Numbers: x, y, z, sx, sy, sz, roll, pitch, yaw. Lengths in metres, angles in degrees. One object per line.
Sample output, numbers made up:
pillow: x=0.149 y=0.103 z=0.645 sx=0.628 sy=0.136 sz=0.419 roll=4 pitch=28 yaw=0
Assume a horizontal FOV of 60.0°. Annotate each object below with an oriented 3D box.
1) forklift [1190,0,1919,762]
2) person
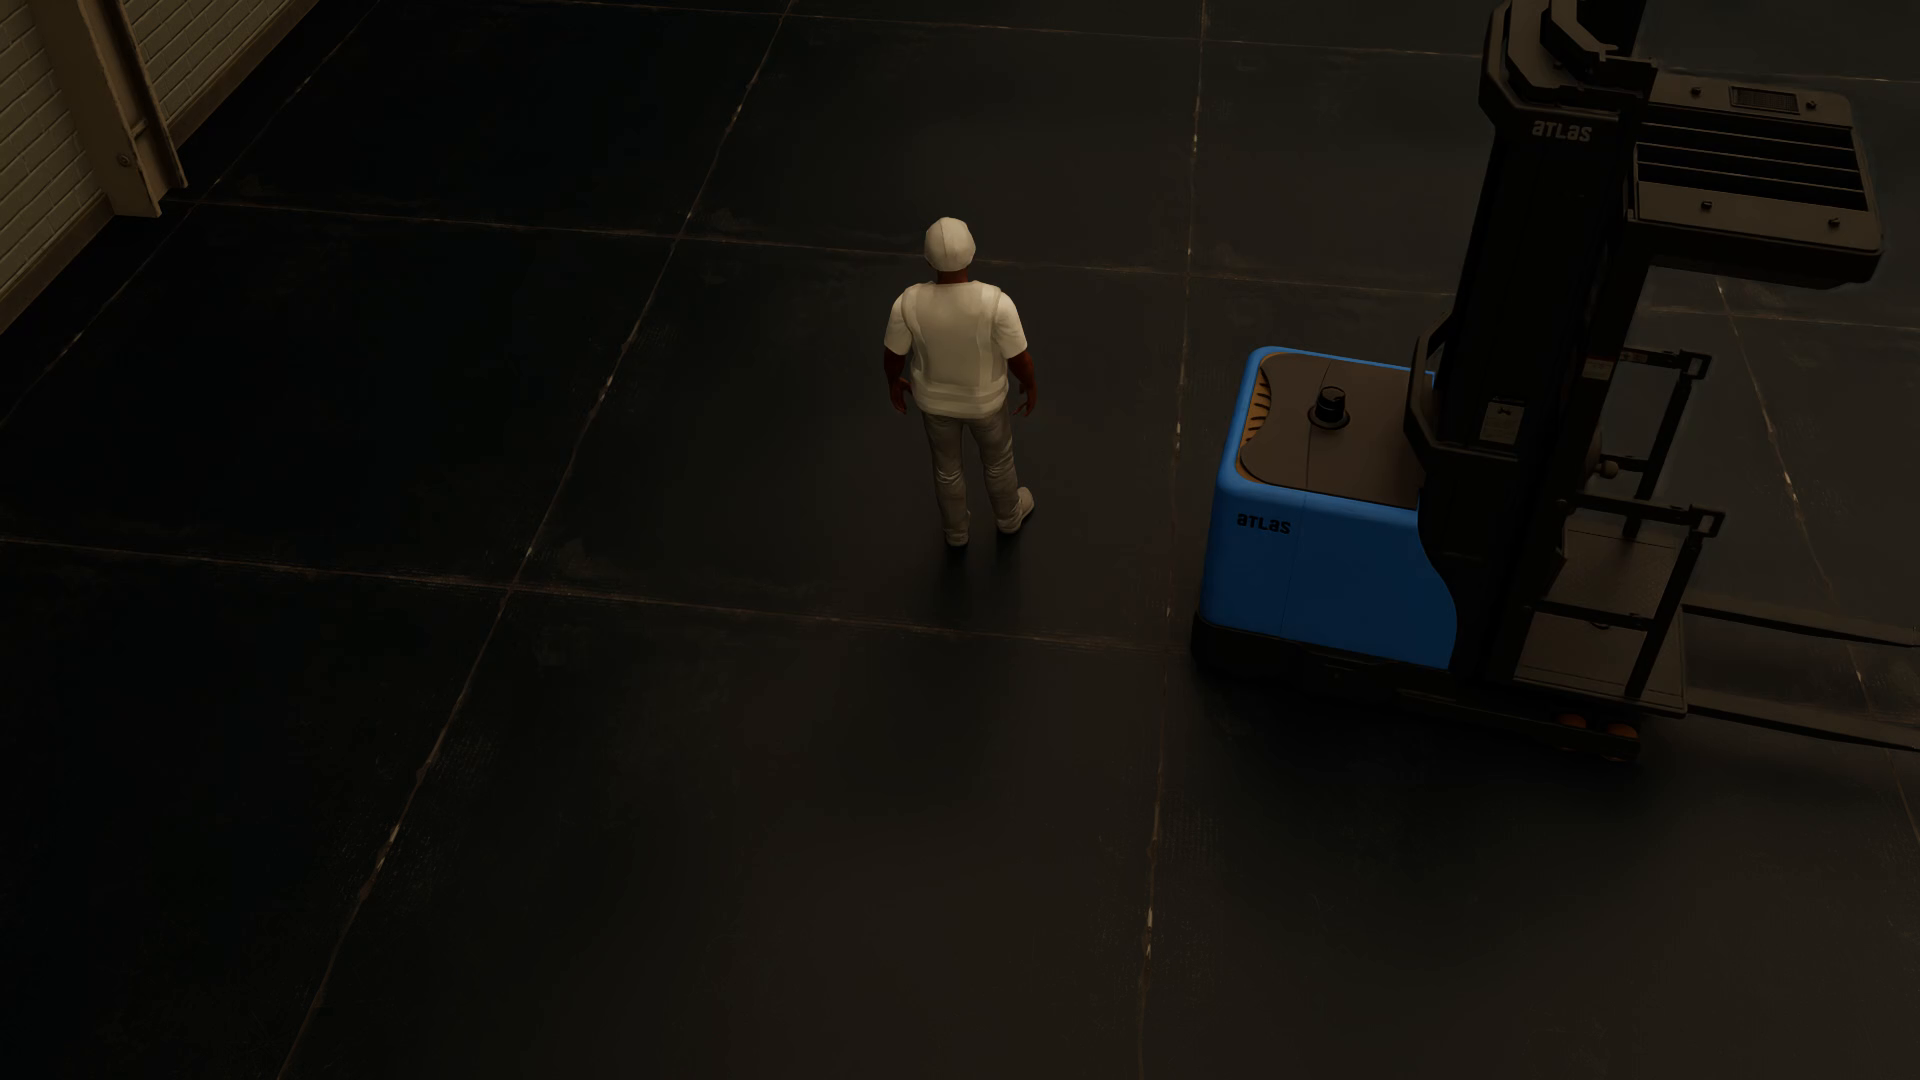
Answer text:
forklift: x=2.582 y=-0.564 z=6.338 sx=3.031 sy=2.935 sz=1.130 roll=11 pitch=44 yaw=12
person: x=0.015 y=-0.702 z=7.339 sx=0.665 sy=1.768 sz=0.575 roll=5 pitch=43 yaw=6
